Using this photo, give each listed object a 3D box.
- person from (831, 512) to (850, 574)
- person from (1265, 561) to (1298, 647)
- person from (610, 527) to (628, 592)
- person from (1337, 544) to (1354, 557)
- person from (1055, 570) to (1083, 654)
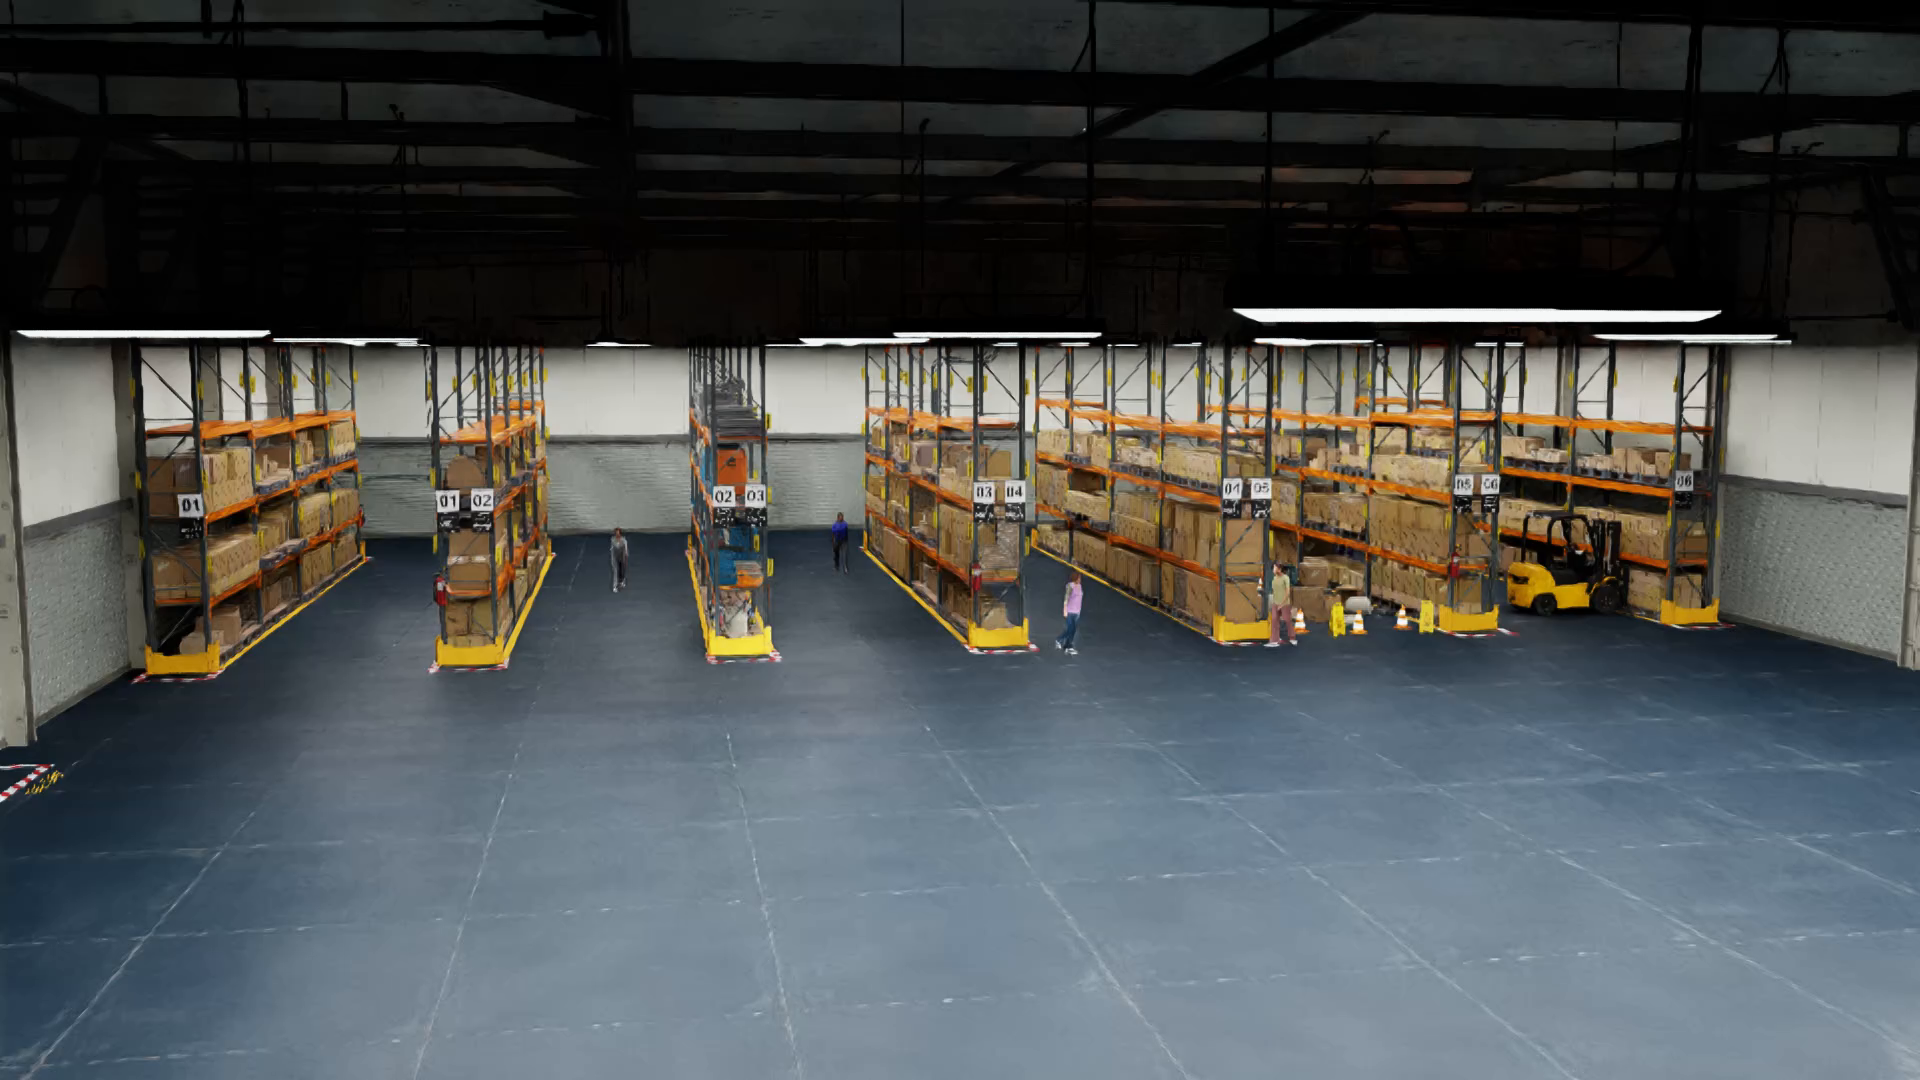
[{"bbox_3d":[-3.071,0.053,42.556,0.447,1.574,1.088,-1,7,-9],"label":"person"},{"bbox_3d":[6.220,1.231,32.073,0.701,1.664,0.482,-5,8,-38],"label":"person"},{"bbox_3d":[-8.097,0.433,39.543,0.416,1.525,1.034,-1,7,-12],"label":"person"},{"bbox_3d":[10.641,-0.381,46.085,0.562,1.639,0.612,2,7,13],"label":"person"},{"bbox_3d":[2.059,1.352,31.345,0.475,1.590,0.478,6,9,41],"label":"person"}]
